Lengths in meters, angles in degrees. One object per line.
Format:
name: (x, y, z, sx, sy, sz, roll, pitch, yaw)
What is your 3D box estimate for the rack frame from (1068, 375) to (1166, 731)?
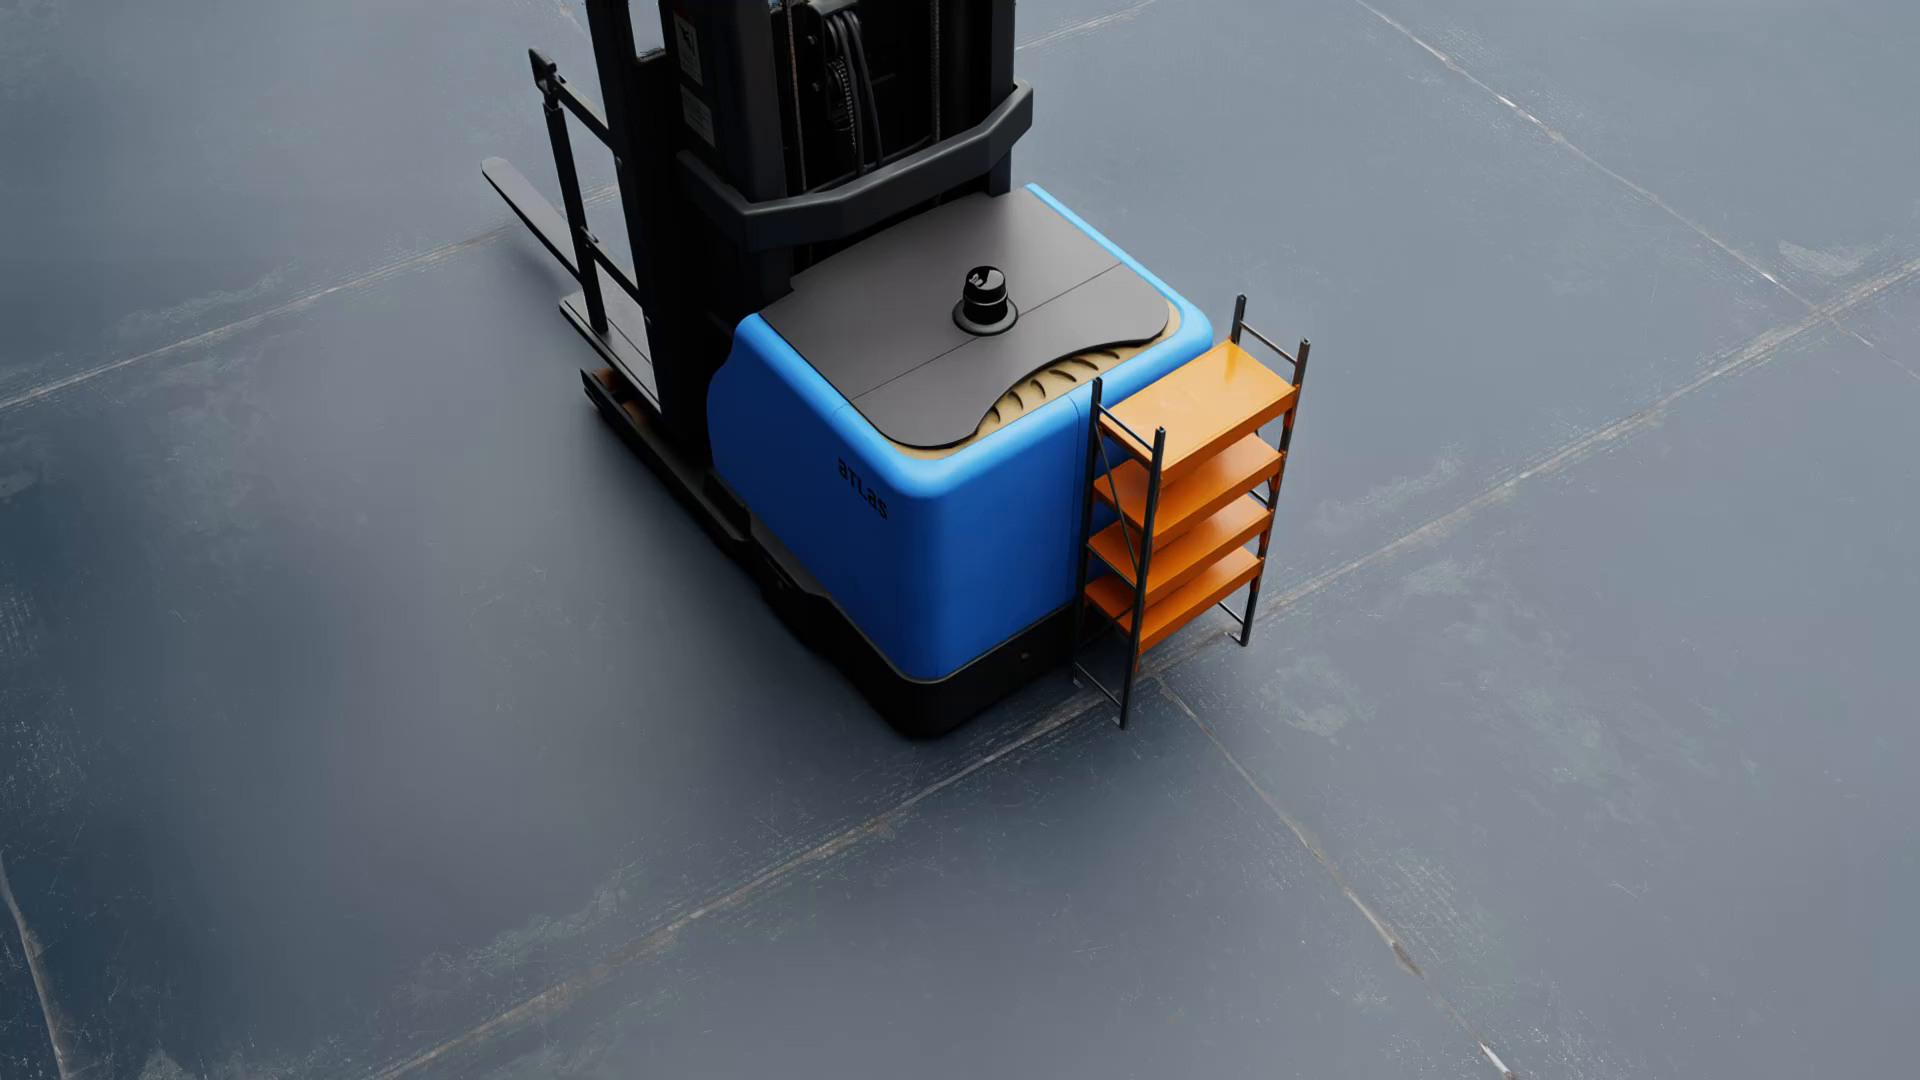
rack frame: (0.400, 0.076, 4.379, 0.015, 1.200, 0.240, -31, 55, -25)

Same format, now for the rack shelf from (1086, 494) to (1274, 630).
rack shelf: (0.590, 0.007, 4.531, 0.480, 0.148, 0.258, -31, 55, -25)

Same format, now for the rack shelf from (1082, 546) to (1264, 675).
rack shelf: (0.590, 0.139, 4.679, 0.480, 0.148, 0.258, -31, 55, -25)

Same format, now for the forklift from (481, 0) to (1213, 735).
forklift: (-0.610, -1.485, 4.610, 1.130, 2.935, 3.031, -30, 55, -24)

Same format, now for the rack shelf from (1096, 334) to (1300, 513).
rack shelf: (0.590, -0.299, 4.187, 0.480, 0.148, 0.258, -31, 55, -25)

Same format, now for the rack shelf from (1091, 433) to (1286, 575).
rack shelf: (0.590, -0.142, 4.364, 0.480, 0.148, 0.258, -31, 55, -25)

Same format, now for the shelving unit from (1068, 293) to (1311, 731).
shelving unit: (0.590, -0.038, 4.480, 0.503, 1.200, 0.258, -31, 55, -25)

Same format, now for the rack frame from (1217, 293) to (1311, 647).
rack frame: (0.780, -0.152, 4.582, 0.015, 1.200, 0.240, -31, 55, -25)
